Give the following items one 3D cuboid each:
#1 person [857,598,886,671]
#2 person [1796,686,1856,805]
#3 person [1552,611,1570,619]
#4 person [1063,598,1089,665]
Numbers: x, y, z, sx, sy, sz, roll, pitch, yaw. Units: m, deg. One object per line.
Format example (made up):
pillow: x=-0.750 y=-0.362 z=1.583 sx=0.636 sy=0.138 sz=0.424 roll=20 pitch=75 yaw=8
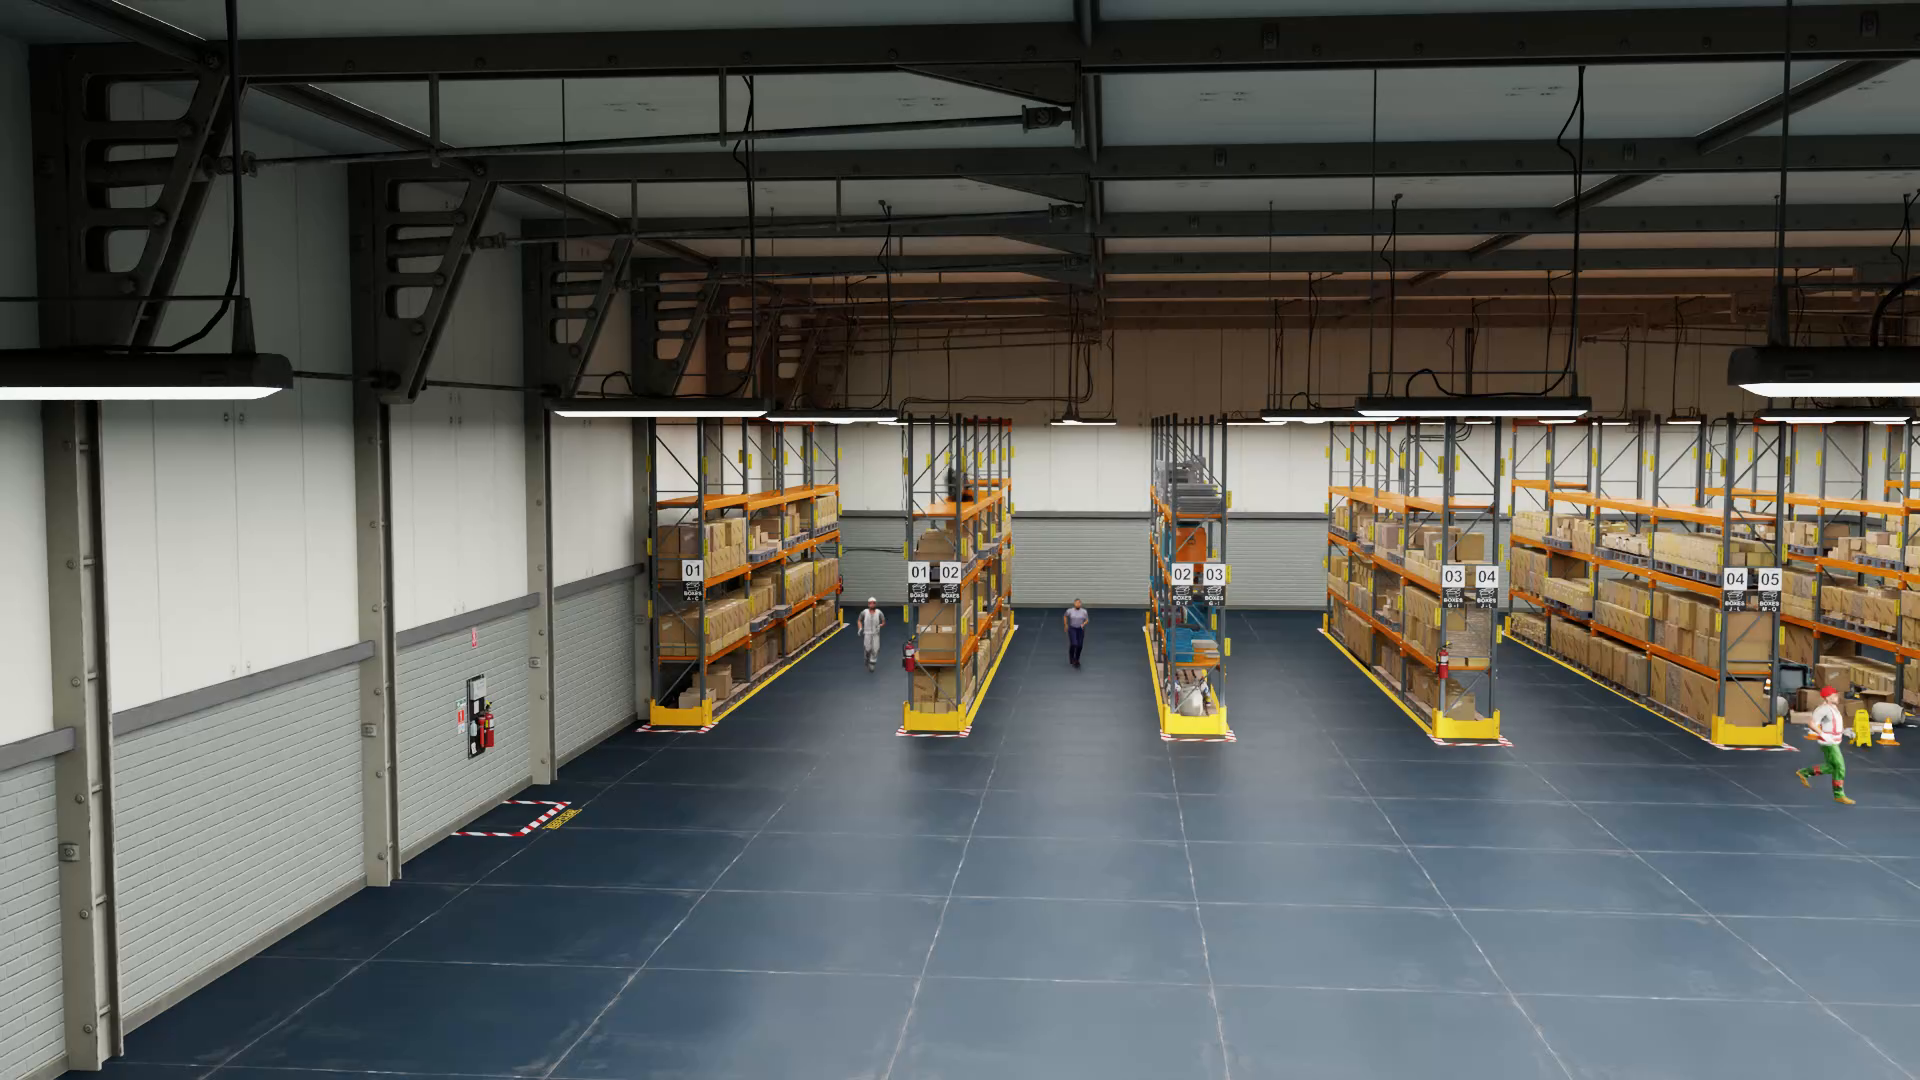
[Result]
person: x=-2.065 y=2.227 z=39.005 sx=0.651 sy=1.743 sz=0.585 roll=0 pitch=4 yaw=-7
person: x=13.303 y=3.129 z=25.543 sx=0.872 sy=1.778 sz=0.655 roll=3 pitch=5 yaw=42
person: x=16.843 y=1.747 z=46.674 sx=0.638 sy=1.637 sz=0.954 roll=-2 pitch=5 yaw=-32
person: x=2.809 y=2.211 z=40.068 sx=0.572 sy=1.614 sz=0.721 roll=0 pitch=4 yaw=-6
